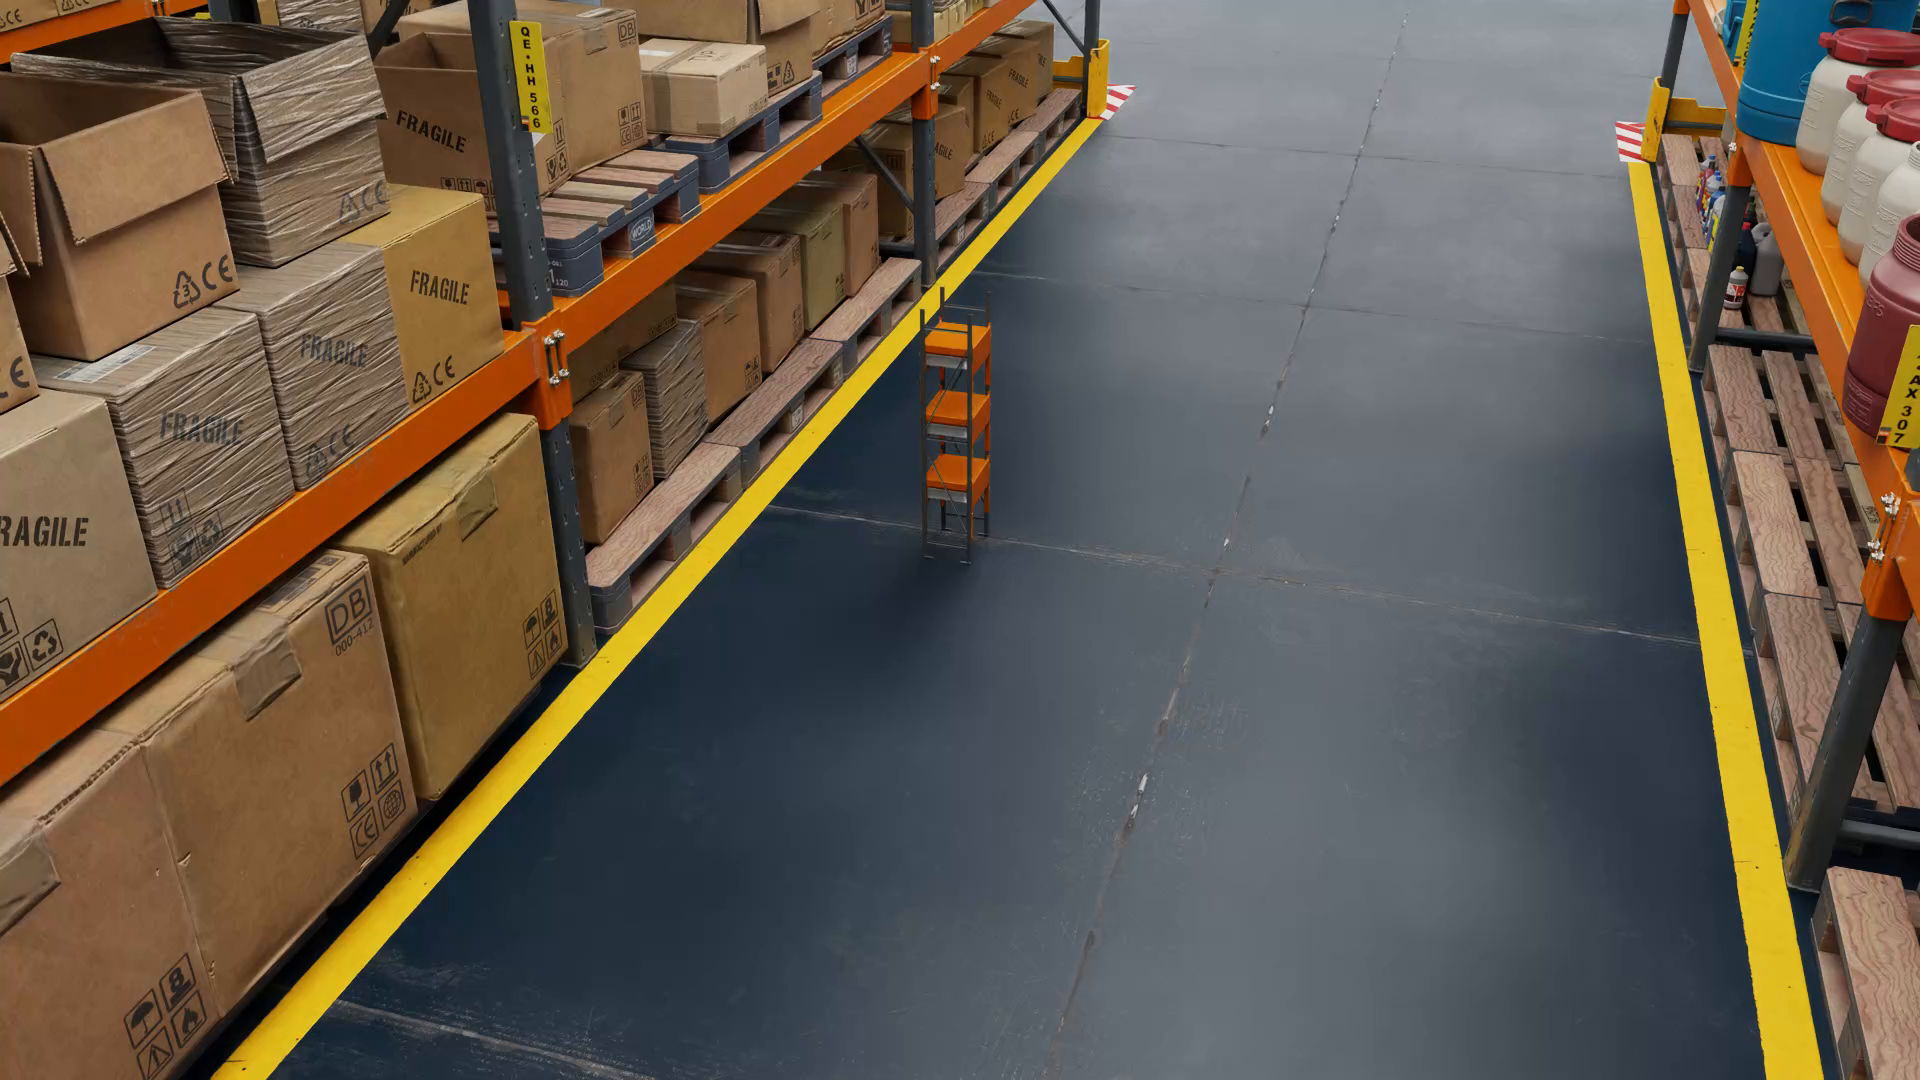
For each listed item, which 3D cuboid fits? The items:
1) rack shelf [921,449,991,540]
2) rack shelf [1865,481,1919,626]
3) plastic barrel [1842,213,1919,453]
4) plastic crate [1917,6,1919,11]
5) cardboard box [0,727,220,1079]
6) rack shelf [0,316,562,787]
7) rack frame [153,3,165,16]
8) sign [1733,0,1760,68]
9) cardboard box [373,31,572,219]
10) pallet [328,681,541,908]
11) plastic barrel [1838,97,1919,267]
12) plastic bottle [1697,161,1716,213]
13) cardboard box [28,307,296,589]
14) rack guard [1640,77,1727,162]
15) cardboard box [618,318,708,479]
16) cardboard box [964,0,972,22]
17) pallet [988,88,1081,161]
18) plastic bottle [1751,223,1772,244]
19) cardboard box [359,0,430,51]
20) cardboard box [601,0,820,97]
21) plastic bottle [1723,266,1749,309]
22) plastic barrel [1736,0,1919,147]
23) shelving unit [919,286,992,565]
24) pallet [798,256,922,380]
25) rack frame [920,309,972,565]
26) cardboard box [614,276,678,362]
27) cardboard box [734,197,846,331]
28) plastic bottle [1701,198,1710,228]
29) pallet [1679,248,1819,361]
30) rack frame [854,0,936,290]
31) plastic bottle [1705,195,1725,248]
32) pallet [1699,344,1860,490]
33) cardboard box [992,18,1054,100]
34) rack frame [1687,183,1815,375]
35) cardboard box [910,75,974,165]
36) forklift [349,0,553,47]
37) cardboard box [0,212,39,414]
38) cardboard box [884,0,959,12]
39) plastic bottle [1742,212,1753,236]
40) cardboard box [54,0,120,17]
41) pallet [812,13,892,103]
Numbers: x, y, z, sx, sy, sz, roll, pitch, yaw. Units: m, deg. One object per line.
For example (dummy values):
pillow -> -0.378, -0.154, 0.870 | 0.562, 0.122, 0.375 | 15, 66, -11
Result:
rack shelf -> -0.016, -0.182, 6.590 | 0.215, 0.259, 0.240 | 8, 30, 15
rack shelf -> 2.344, 1.007, 2.594 | 1.077, 0.370, 4.000 | 8, 30, 15
plastic barrel -> 2.777, -0.555, 4.522 | 0.600, 0.536, 0.708 | 8, 30, 15
plastic crate -> 4.773, -2.594, 8.545 | 0.450, 0.188, 0.662 | 8, 30, 15
cardboard box -> -2.548, 0.945, 3.720 | 1.225, 0.875, 0.875 | 7, 30, 13
rack shelf -> -2.391, 0.300, 3.865 | 1.077, 0.370, 4.000 | 8, 30, 15
rack frame -> -5.342, -3.557, 10.059 | 1.000, 3.000, 0.127 | 8, 30, 15
sign -> 3.582, -2.300, 7.515 | 0.100, 0.325, 0.005 | 8, 30, 15
cardboard box -> -1.684, -1.427, 5.696 | 0.500, 0.500, 0.500 | 5, 29, 9
pallet -> -2.108, 0.631, 5.399 | 1.003, 0.211, 1.213 | 8, 30, 15
plastic barrel -> 3.272, -1.200, 5.681 | 0.433, 0.535, 0.433 | 0, 29, 0
plastic bottle -> 4.365, -2.059, 9.707 | 0.061, 0.283, 0.133 | 9, 30, 16
cardboard box -> -2.013, -0.250, 4.011 | 0.500, 0.500, 0.500 | 8, 30, 13
rack guard -> 5.302, -2.820, 11.305 | 1.175, 0.500, 0.348 | 8, 30, 15
cardboard box -> -1.476, -0.617, 6.893 | 0.700, 0.500, 0.500 | 6, 30, 11
cardboard box -> -0.147, -2.984, 9.287 | 0.380, 0.149, 0.250 | 8, 30, 15
pallet -> 0.249, -3.035, 11.988 | 1.003, 0.211, 1.213 | 8, 30, 15
plastic bottle -> 4.224, -1.518, 8.742 | 0.152, 0.276, 0.135 | 8, 30, 15
cardboard box -> -4.560, -3.937, 12.496 | 0.875, 0.875, 0.875 | 8, 30, 14
cardboard box -> -1.051, -2.212, 7.103 | 0.797, 0.503, 0.637 | 12, 31, 20
plastic bottle -> 3.913, -1.278, 8.388 | 0.097, 0.201, 0.097 | 0, 29, 0
plastic barrel -> 3.702, -2.178, 7.065 | 0.600, 0.901, 0.708 | 8, 30, 15
shelving unit -> -0.016, -0.434, 6.450 | 0.215, 1.050, 0.252 | 8, 30, 15
pallet -> -0.857, -1.222, 8.729 | 1.003, 0.211, 1.213 | 8, 30, 15
rack frame -> -0.052, -0.377, 6.348 | 0.200, 1.050, 0.008 | 8, 30, 15
cardboard box -> -1.490, -0.935, 6.692 | 0.500, 0.250, 0.500 | 12, 31, 20
cardboard box -> -0.989, -1.401, 8.302 | 0.700, 0.500, 0.500 | 8, 30, 15
plastic bottle -> 4.290, -1.874, 9.459 | 0.097, 0.201, 0.097 | 0, 29, 0
pallet -> 4.342, -1.183, 8.660 | 1.003, 0.211, 1.213 | 8, 30, 15
rack frame -> -0.630, -2.802, 8.702 | 1.000, 3.000, 0.127 | 8, 30, 15
plastic bottle -> 4.221, -1.752, 9.164 | 0.152, 0.276, 0.135 | 9, 30, 16
pallet -> 3.911, -0.507, 7.444 | 1.003, 0.211, 1.213 | 8, 30, 15
cardboard box -> 0.345, -3.465, 12.032 | 0.500, 0.500, 0.500 | 14, 32, 24
rack frame -> 4.105, -2.096, 7.432 | 1.000, 3.000, 0.127 | 8, 30, 15
cardboard box -> -0.206, -2.641, 10.551 | 0.500, 0.500, 0.500 | 6, 30, 10
forklift -> -2.822, -2.595, 8.400 | 3.031, 2.935, 1.130 | -11, 31, -19
cardboard box -> -2.419, -0.473, 3.380 | 0.797, 0.503, 0.637 | 9, 30, 16
cardboard box -> -0.439, -3.176, 8.966 | 0.875, 0.500, 0.500 | 8, 30, 15
plastic bottle -> 4.075, -1.560, 8.741 | 0.144, 0.351, 0.185 | 7, 30, 12
cardboard box -> -5.239, -3.320, 9.530 | 0.500, 0.500, 0.500 | 8, 30, 15
pallet -> -0.993, -2.384, 8.148 | 1.003, 0.211, 1.213 | 8, 30, 15
